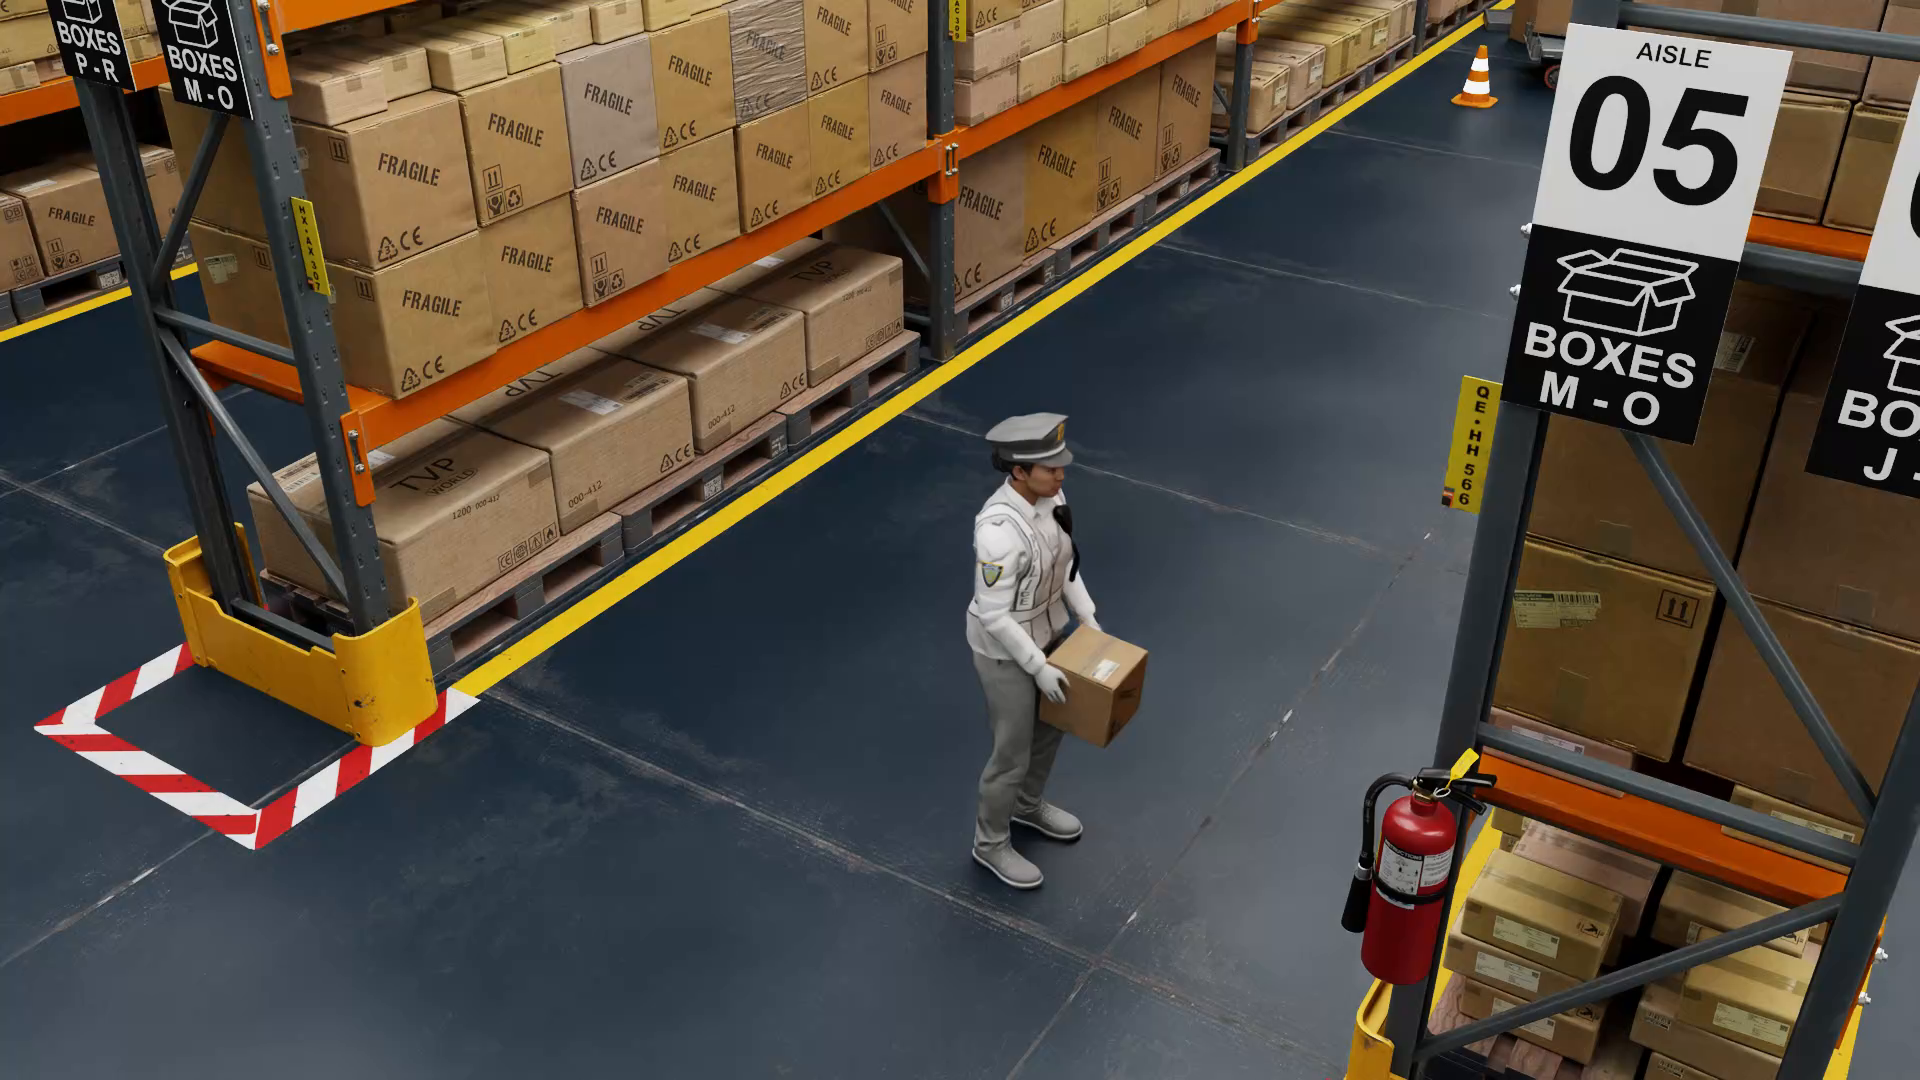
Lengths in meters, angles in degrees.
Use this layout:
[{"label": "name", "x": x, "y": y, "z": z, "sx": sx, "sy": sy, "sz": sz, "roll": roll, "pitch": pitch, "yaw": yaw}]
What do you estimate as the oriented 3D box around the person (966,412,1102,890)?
[{"label": "person", "x": 0.244, "y": 0.354, "z": 5.510, "sx": 0.411, "sy": 1.684, "sz": 0.500, "roll": 17, "pitch": 35, "yaw": 26}]
